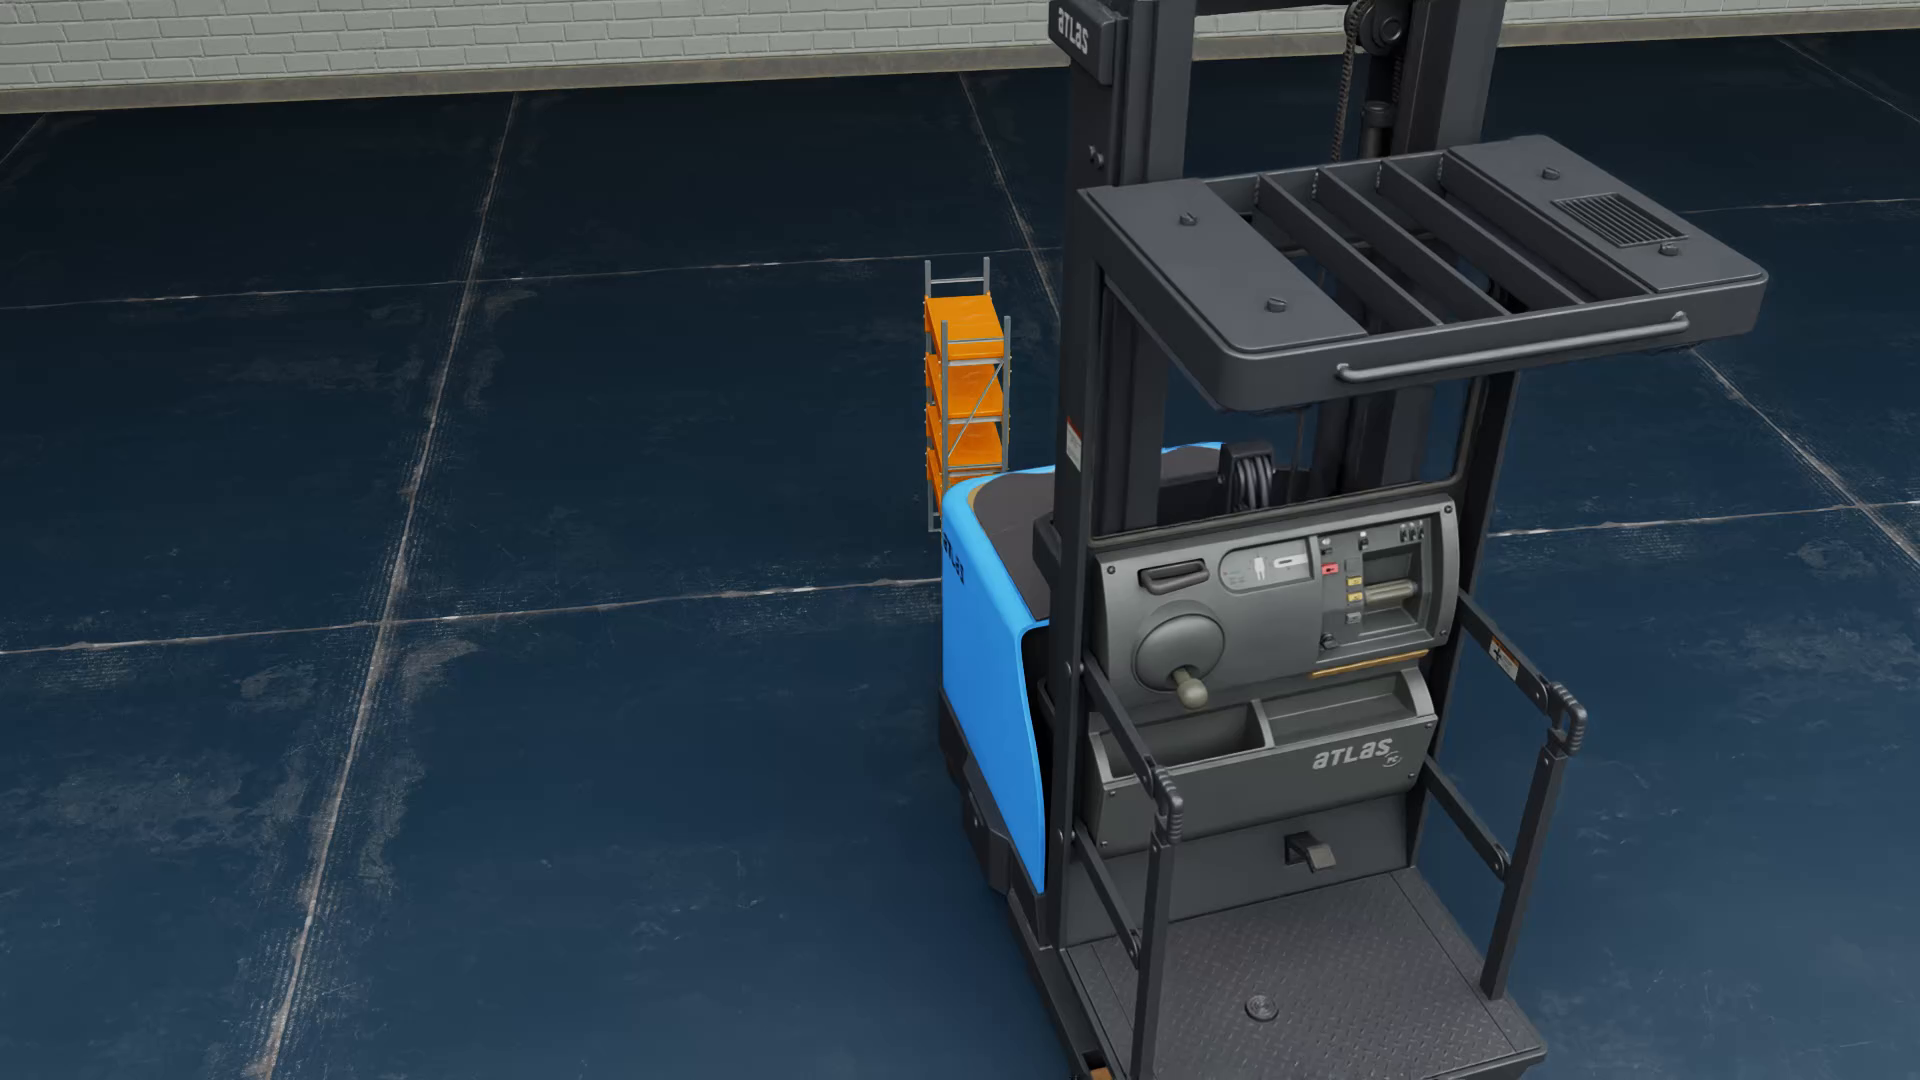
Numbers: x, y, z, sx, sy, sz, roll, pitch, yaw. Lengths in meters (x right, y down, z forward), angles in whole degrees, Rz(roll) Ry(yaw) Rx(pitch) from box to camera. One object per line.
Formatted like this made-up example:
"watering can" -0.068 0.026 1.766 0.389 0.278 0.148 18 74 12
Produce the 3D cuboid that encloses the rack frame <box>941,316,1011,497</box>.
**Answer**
"rack frame" 0.055 -0.267 6.077 0.240 1.200 0.015 -4 35 -6

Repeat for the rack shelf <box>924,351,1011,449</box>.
"rack shelf" 0.022 -0.533 6.188 0.258 0.148 0.480 -4 35 -6

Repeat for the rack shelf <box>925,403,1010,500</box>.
"rack shelf" 0.022 -0.348 6.314 0.258 0.148 0.480 -4 35 -6

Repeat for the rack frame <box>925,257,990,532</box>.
"rack frame" -0.011 -0.540 6.476 0.240 1.200 0.015 -4 35 -6

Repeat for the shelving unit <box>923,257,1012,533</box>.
"shelving unit" 0.022 -0.403 6.277 0.258 1.200 0.503 -4 35 -6

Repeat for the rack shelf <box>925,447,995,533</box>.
"rack shelf" 0.022 -0.184 6.426 0.258 0.148 0.480 -4 35 -6

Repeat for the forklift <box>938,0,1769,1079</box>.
"forklift" 0.843 0.212 3.836 1.130 2.935 3.031 -10 35 -14

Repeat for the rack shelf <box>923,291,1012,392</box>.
"rack shelf" 0.022 -0.728 6.055 0.258 0.148 0.480 -4 35 -6
